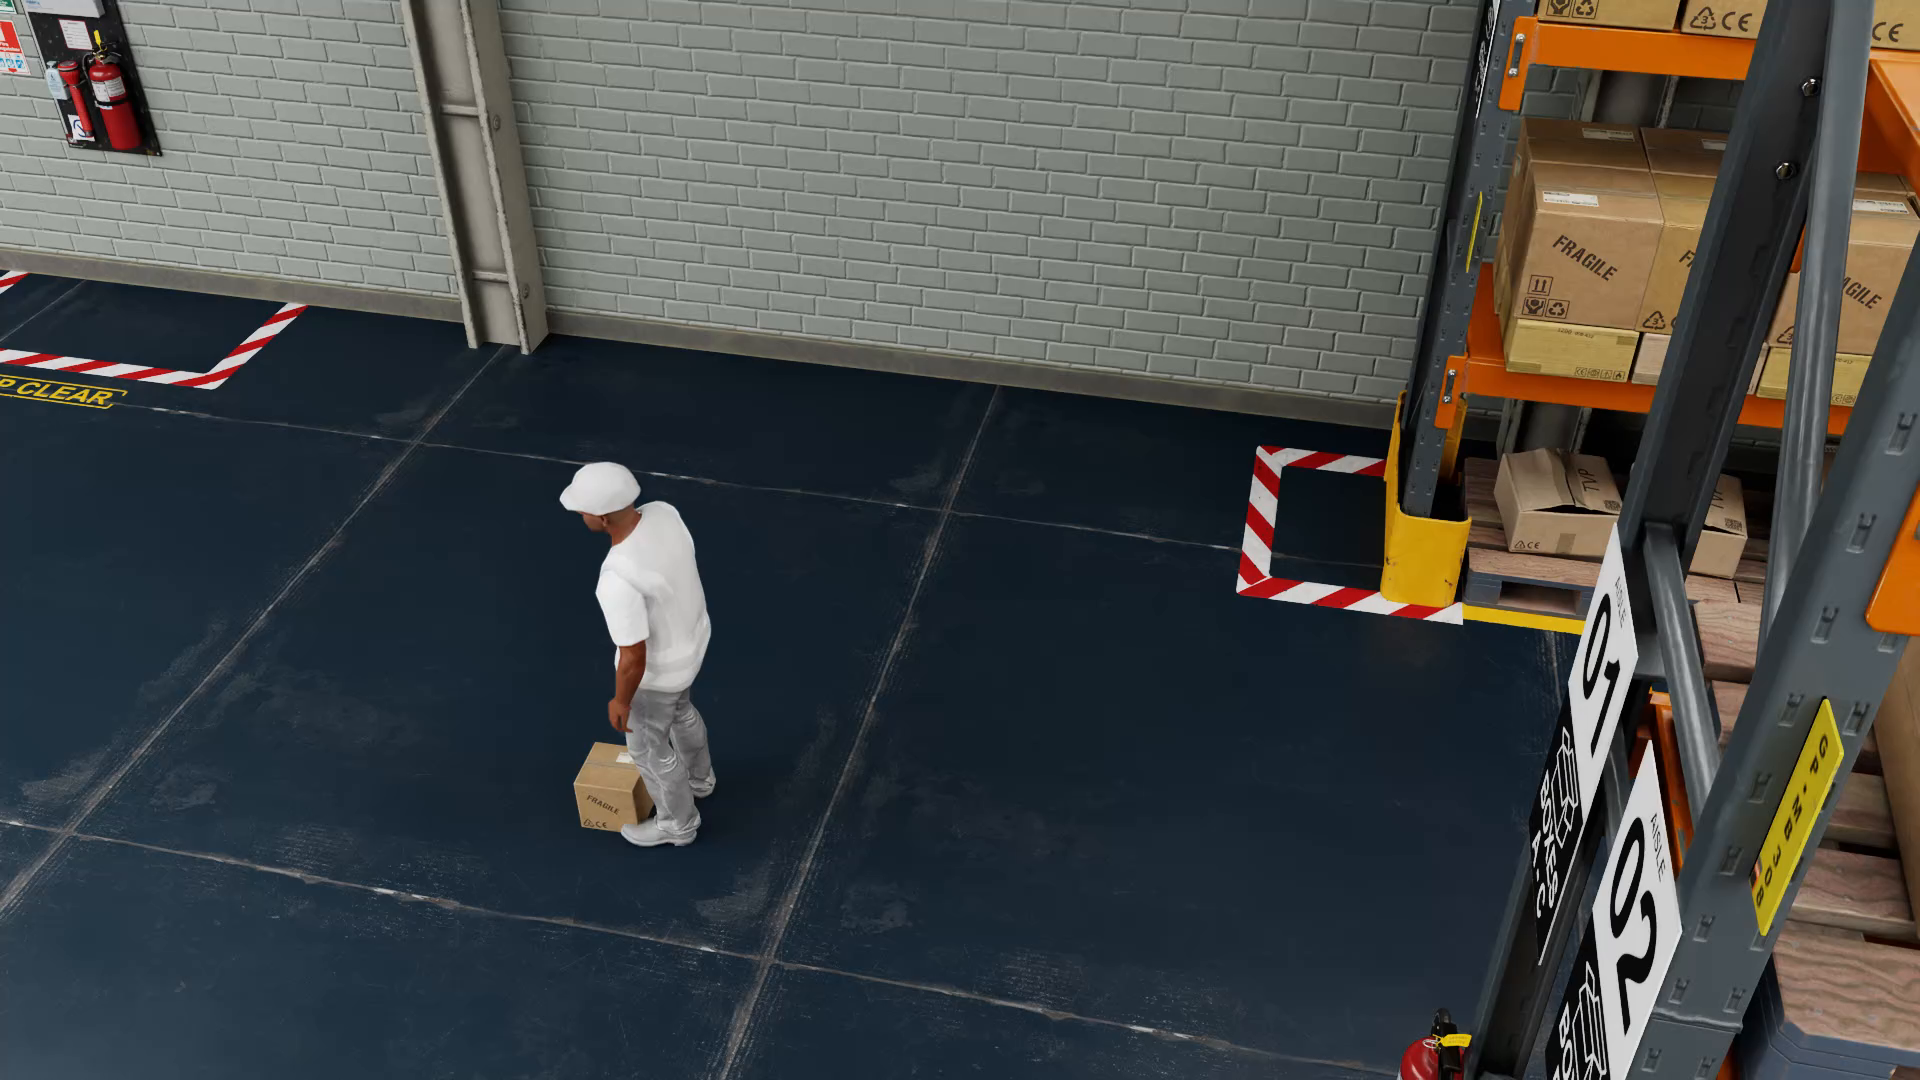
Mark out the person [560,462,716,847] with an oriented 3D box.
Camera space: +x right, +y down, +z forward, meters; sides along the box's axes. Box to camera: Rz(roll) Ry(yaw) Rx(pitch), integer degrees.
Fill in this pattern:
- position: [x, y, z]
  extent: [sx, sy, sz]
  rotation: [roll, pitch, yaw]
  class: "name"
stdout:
- position: [-1.191, 0.437, 6.357]
  extent: [0.462, 1.760, 0.635]
  rotation: [7, 37, 9]
  class: "person"
